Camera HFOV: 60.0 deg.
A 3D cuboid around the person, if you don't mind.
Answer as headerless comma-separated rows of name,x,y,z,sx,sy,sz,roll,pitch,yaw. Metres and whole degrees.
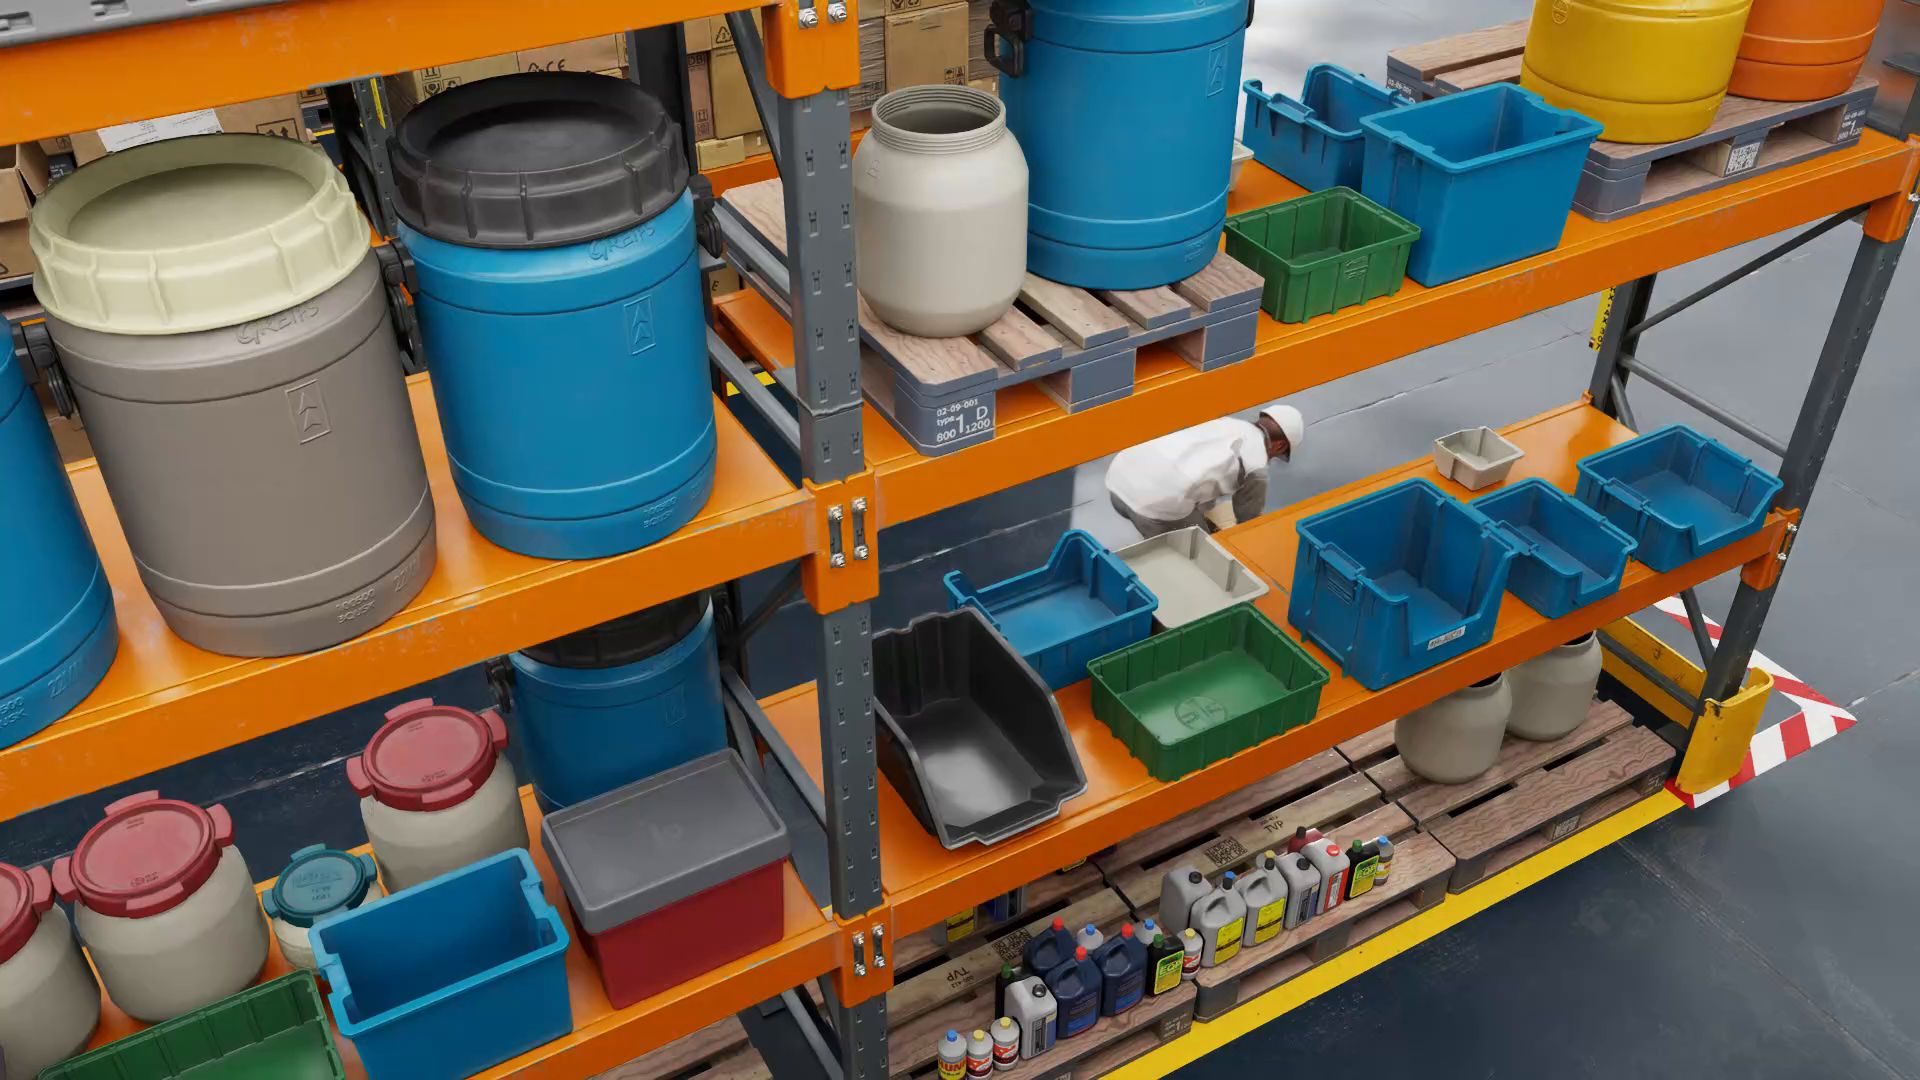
person,1.124,-0.083,7.583,1.012,1.101,0.466,-21,41,-25
